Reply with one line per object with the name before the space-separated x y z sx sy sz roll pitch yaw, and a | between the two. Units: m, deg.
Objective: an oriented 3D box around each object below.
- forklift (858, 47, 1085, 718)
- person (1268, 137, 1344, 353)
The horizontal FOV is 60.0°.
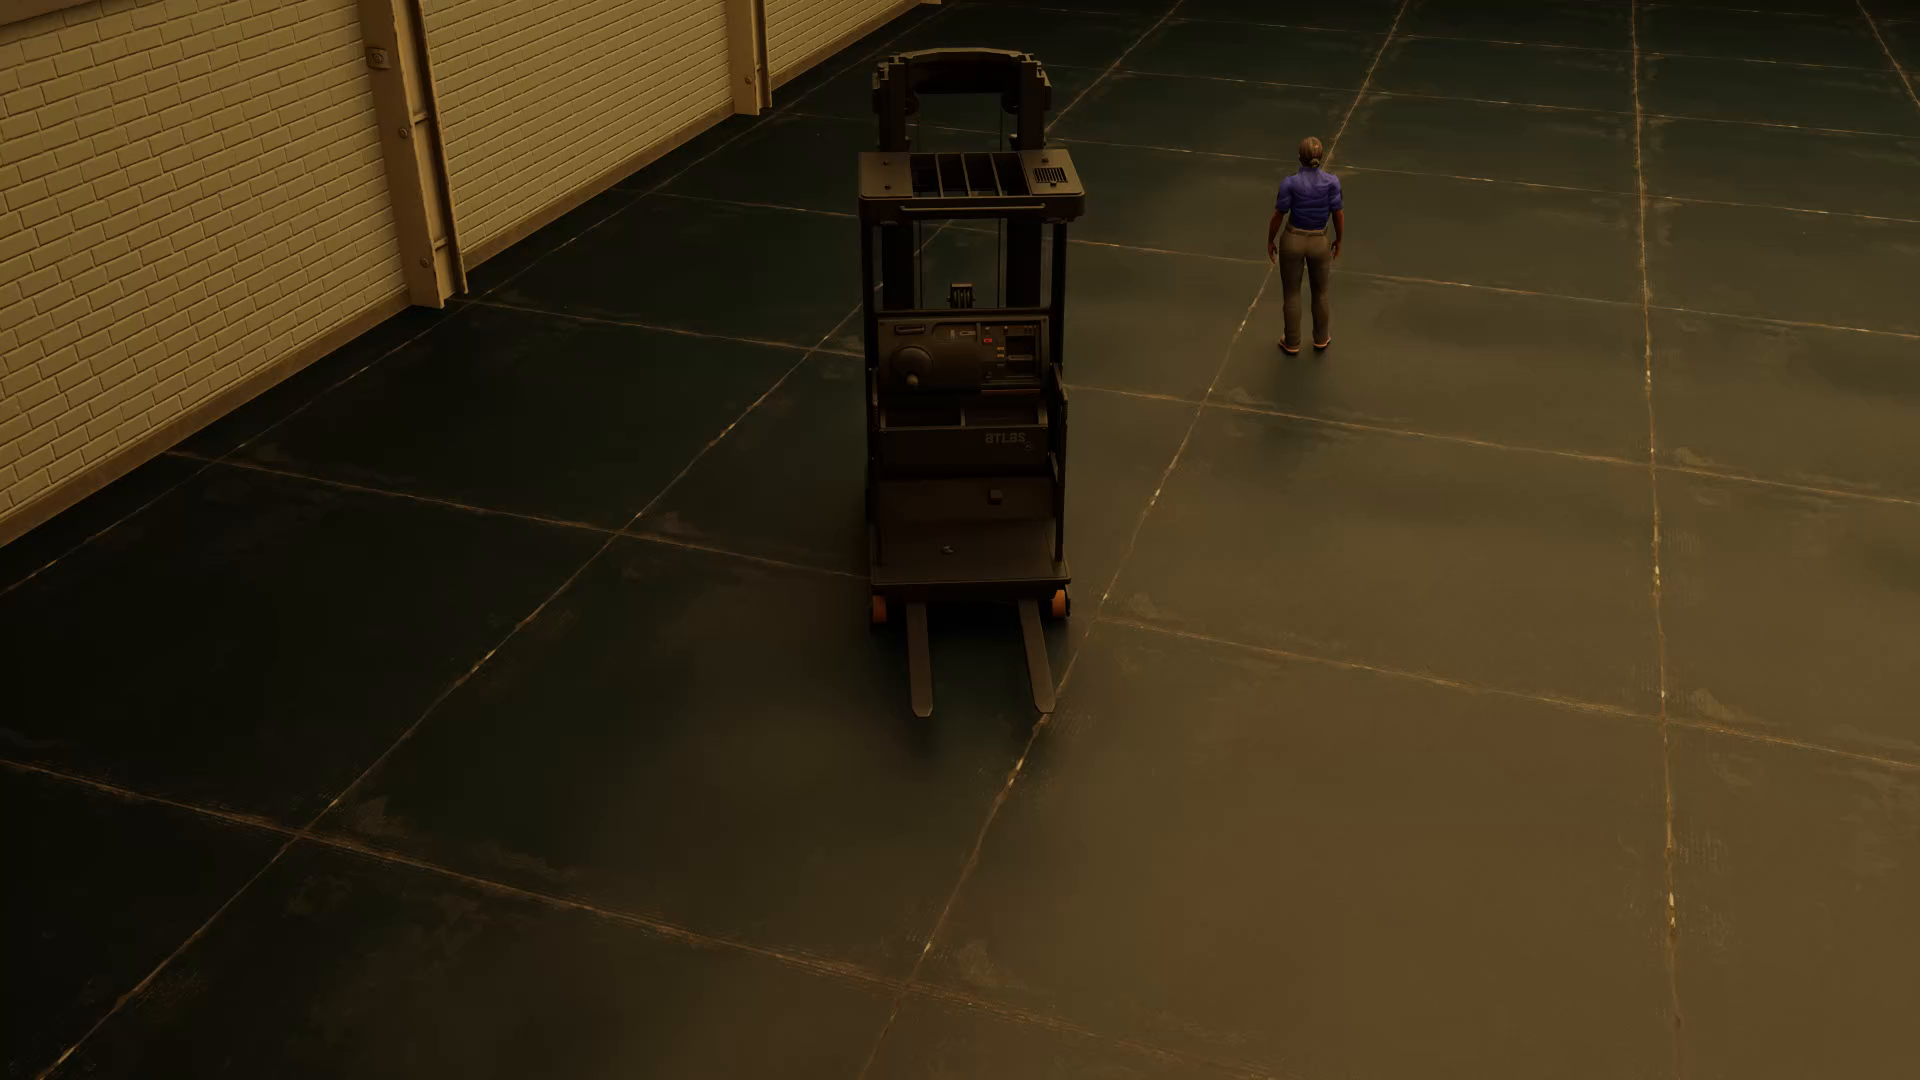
forklift | 0.035 -0.972 8.842 1.130 2.935 3.031 -2 30 -3
person | 2.546 -2.186 12.245 0.569 1.656 0.503 2 30 4
